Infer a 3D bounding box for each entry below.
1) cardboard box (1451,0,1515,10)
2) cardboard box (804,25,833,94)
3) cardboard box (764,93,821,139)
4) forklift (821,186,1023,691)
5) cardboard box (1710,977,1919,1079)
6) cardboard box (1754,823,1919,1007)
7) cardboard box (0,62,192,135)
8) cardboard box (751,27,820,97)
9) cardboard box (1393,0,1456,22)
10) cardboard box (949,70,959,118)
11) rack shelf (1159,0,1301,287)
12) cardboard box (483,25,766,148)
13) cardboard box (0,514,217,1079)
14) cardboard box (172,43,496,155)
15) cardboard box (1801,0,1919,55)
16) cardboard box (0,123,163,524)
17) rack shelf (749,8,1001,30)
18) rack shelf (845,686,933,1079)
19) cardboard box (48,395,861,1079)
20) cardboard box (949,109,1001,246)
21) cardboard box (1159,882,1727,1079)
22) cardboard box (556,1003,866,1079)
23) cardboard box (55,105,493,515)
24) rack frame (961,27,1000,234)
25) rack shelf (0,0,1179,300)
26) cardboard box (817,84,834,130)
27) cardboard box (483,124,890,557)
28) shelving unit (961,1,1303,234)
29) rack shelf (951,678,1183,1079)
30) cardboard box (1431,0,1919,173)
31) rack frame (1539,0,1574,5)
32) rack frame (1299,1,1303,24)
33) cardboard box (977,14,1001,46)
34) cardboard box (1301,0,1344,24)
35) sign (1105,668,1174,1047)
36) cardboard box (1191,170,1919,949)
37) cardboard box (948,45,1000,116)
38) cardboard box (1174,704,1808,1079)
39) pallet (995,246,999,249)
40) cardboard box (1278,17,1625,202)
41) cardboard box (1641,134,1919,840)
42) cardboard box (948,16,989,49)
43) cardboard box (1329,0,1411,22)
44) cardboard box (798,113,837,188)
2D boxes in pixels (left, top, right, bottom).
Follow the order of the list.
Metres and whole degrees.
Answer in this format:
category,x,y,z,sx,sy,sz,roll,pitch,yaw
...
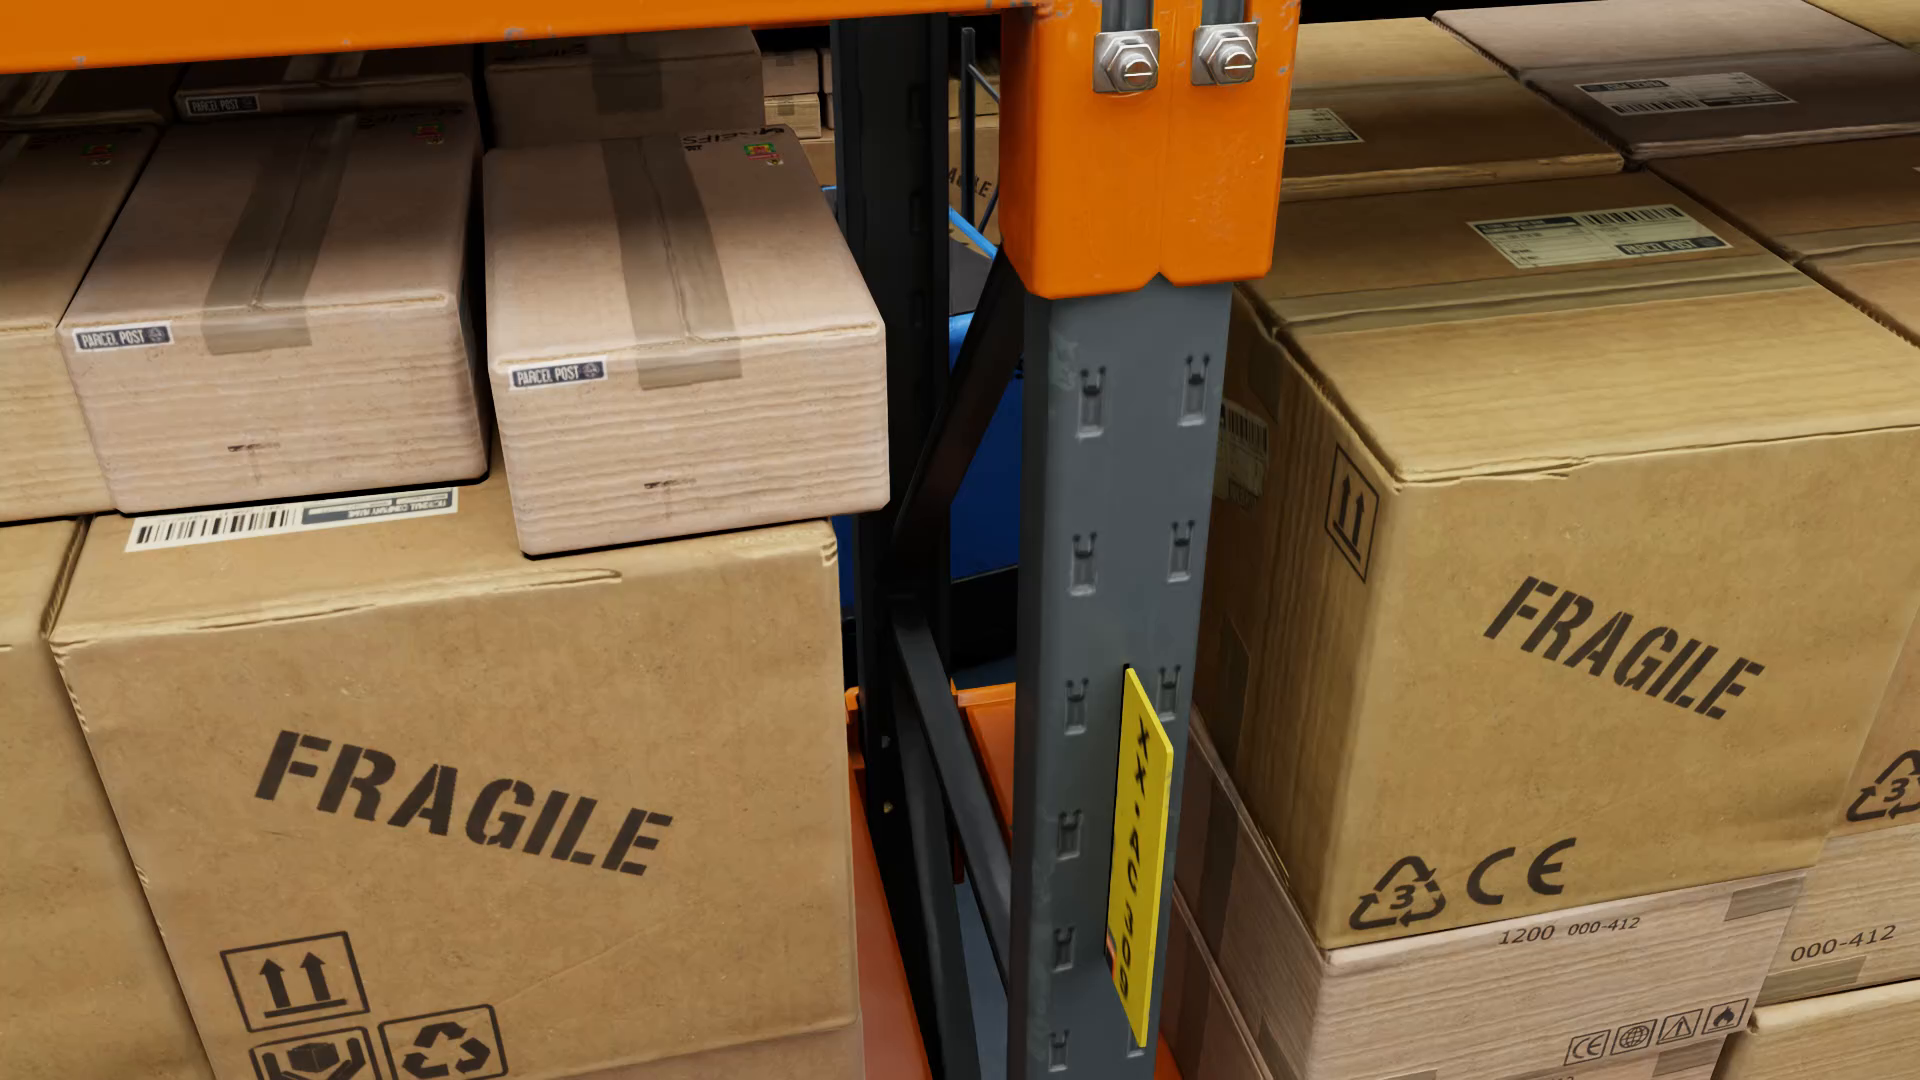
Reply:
category,x,y,z,sx,sy,sz,roll,pitch,yaw
cardboard box,2.242,-2.350,7.345,0.250,0.149,0.380,-5,34,-8
cardboard box,-0.431,-1.834,6.309,0.250,0.149,0.380,-9,35,-13
cardboard box,-0.674,-1.653,6.305,0.250,0.149,0.380,-6,34,-8
forklift,-1.300,-0.850,3.886,3.031,2.935,1.130,-14,36,-19
cardboard box,1.008,0.437,2.041,0.500,0.250,0.500,-8,35,-12
cardboard box,1.010,0.224,1.910,0.500,0.250,0.500,-7,34,-10
cardboard box,-0.835,-0.384,1.561,0.250,0.149,0.380,-8,35,-11
cardboard box,-0.687,-1.809,6.271,0.250,0.149,0.380,-8,35,-11
cardboard box,1.977,-2.332,7.318,0.250,0.149,0.380,-6,34,-9
cardboard box,-0.173,-1.767,6.475,0.250,0.149,0.380,-9,35,-13
rack shelf,1.967,-0.843,1.768,4.000,0.370,1.077,-7,35,-11
cardboard box,-0.349,-0.479,1.702,0.250,0.149,0.380,-8,35,-11
cardboard box,-0.880,0.159,1.334,0.500,0.500,0.500,-8,35,-11
cardboard box,-0.595,-0.438,1.642,0.250,0.149,0.380,-7,34,-10
cardboard box,1.399,-0.418,2.193,0.500,0.500,0.500,-6,34,-9
cardboard box,-0.740,-0.167,1.237,0.250,0.149,0.380,-7,35,-10
rack shelf,0.868,-2.295,6.623,4.000,0.370,1.077,-7,35,-11
rack shelf,-1.934,0.894,1.871,4.000,0.370,1.077,-7,35,-11
cardboard box,-0.383,0.101,1.420,0.500,0.500,0.500,-7,35,-11
cardboard box,-0.044,-1.492,6.648,0.500,0.500,0.500,-8,35,-11
cardboard box,0.504,0.501,1.945,0.500,0.250,0.500,-8,35,-12
cardboard box,-0.380,0.504,1.717,0.500,0.500,0.500,-7,34,-10
cardboard box,-0.495,-0.192,1.275,0.250,0.149,0.380,-6,34,-9
rack frame,0.087,-0.702,4.950,0.032,1.500,0.500,-9,35,-14
rack shelf,-1.934,-0.351,1.035,4.000,0.370,1.077,-7,35,-11
cardboard box,-0.421,-1.729,6.419,0.250,0.149,0.380,-8,35,-12
cardboard box,-0.214,-0.165,1.235,0.250,0.149,0.380,-8,35,-12
shelving unit,0.567,-0.780,5.066,1.083,1.500,0.587,-9,35,-14
rack shelf,1.967,0.403,2.604,4.000,0.370,1.077,-7,35,-11
cardboard box,0.900,-0.366,2.116,0.500,0.500,0.500,-7,34,-10
rack frame,2.819,-2.839,6.789,0.127,3.000,1.000,-7,35,-11
rack frame,1.063,-0.861,5.187,0.032,1.500,0.500,-9,35,-14
cardboard box,0.228,-2.075,6.935,0.250,0.149,0.380,-6,34,-9
cardboard box,1.466,-2.275,7.233,0.250,0.149,0.380,-9,35,-13
sign,0.140,0.259,1.324,0.005,0.325,0.100,-7,35,-11
cardboard box,0.509,-0.005,1.578,0.500,0.500,0.500,-7,34,-10
cardboard box,0.091,-1.808,6.536,0.250,0.149,0.380,-8,35,-11
cardboard box,0.508,0.304,1.792,0.500,0.250,0.500,-8,35,-12
pallet,-0.297,-1.310,7.013,1.213,0.211,1.003,-7,35,-11
cardboard box,0.397,-0.298,2.016,0.500,0.500,0.500,-6,34,-9
cardboard box,0.999,-0.082,1.694,0.500,0.500,0.500,-7,35,-11
cardboard box,-0.052,-2.071,6.928,0.250,0.149,0.380,-9,35,-13
cardboard box,1.752,-2.258,7.207,0.250,0.149,0.380,-7,34,-10
cardboard box,-0.561,-1.421,6.542,0.500,0.500,0.500,-6,34,-8
